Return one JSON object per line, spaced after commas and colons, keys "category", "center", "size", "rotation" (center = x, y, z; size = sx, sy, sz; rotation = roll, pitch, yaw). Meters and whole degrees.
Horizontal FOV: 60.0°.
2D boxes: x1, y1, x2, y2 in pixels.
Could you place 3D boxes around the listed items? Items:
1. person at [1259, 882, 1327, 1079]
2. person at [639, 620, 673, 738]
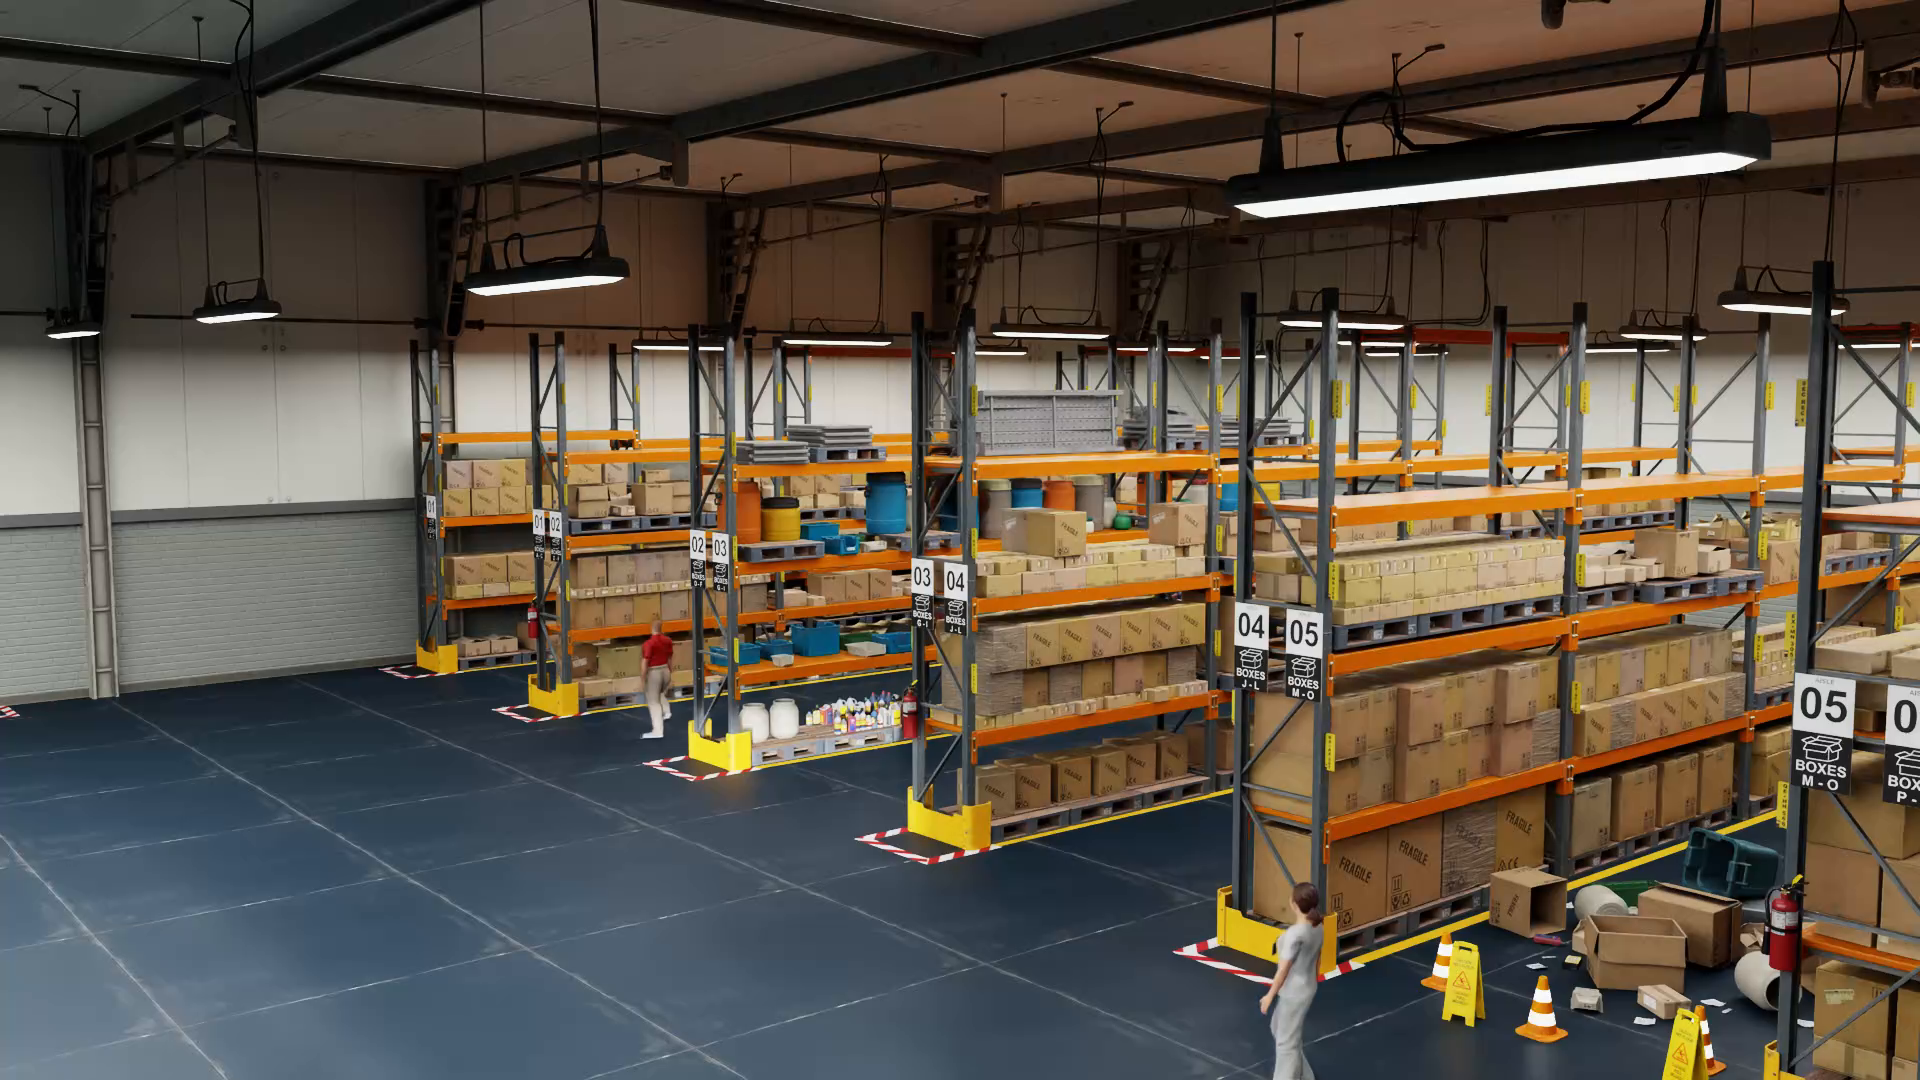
{"category": "person", "center": [2.359, 3.258, 11.854], "size": [0.483, 1.698, 0.479], "rotation": [2, 6, 24]}
{"category": "person", "center": [-4.521, 2.031, 24.468], "size": [0.493, 1.724, 0.644], "rotation": [3, 6, 33]}
